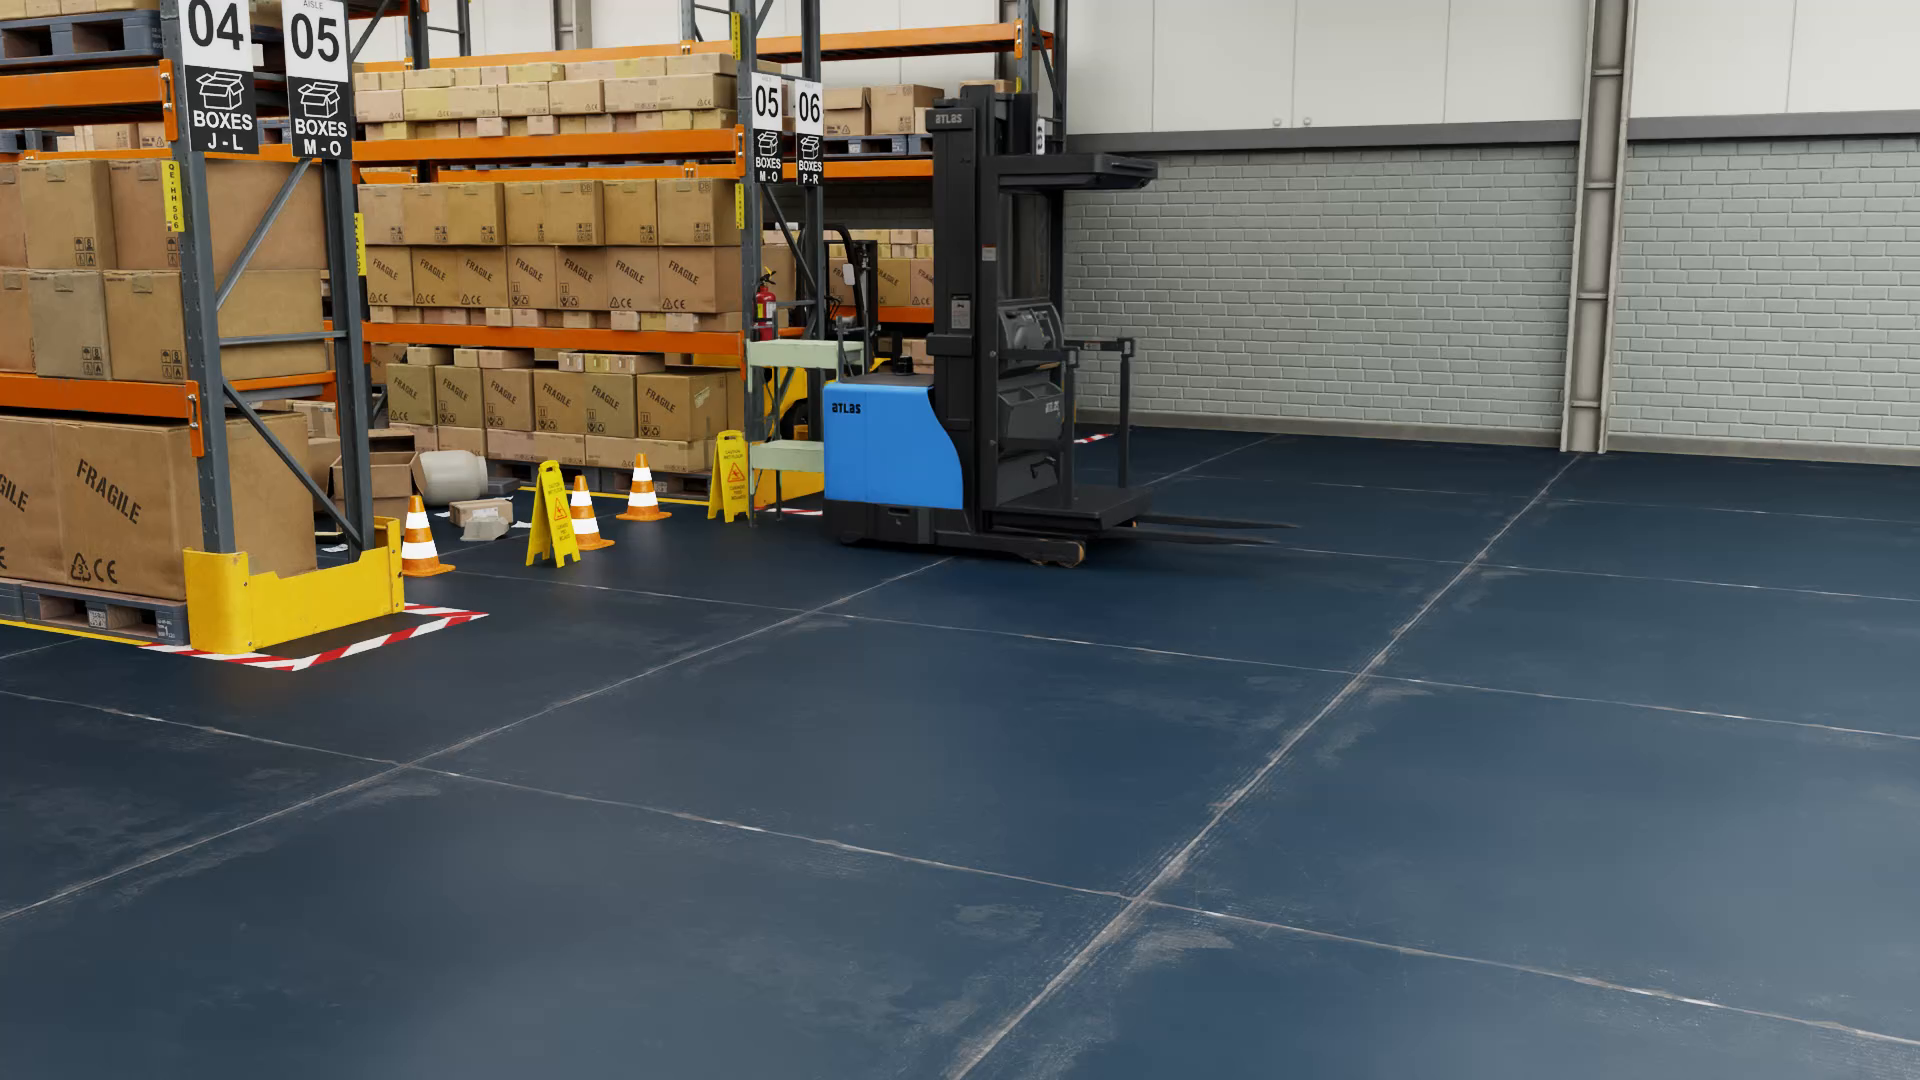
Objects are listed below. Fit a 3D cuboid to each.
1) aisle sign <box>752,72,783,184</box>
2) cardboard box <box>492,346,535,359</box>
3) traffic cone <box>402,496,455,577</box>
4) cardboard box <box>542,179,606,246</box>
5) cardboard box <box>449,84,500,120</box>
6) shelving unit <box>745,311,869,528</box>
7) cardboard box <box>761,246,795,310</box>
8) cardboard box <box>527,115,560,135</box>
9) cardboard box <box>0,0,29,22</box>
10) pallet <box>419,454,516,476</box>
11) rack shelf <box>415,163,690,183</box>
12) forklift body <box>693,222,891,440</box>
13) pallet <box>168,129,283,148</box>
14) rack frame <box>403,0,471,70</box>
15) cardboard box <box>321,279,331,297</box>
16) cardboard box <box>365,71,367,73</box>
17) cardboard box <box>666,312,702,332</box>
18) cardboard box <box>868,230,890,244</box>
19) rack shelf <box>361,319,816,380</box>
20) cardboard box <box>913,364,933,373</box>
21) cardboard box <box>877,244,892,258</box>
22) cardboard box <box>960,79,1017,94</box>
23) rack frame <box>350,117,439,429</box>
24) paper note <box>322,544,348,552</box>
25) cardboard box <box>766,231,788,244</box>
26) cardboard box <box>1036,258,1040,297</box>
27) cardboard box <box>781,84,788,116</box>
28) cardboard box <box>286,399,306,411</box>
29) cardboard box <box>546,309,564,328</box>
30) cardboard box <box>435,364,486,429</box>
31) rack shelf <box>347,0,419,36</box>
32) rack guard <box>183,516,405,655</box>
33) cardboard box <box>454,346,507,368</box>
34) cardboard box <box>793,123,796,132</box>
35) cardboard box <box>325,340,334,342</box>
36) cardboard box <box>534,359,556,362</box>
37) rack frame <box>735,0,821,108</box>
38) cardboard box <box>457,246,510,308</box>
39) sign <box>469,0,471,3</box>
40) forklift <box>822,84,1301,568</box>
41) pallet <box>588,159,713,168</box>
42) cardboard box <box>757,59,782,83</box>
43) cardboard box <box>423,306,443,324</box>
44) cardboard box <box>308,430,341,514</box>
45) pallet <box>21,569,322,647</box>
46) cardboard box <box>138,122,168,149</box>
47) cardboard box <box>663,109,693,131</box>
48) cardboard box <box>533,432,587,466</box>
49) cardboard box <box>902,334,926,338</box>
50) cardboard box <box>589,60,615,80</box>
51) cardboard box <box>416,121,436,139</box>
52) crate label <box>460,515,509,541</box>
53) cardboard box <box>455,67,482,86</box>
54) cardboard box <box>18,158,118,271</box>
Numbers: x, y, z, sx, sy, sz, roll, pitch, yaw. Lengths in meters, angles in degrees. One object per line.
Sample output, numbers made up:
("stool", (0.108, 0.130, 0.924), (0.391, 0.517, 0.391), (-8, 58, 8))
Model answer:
("aisle sign", (-1.428, -3.045, 12.335), (0.004, 0.787, 0.394), (5, 11, 26))
("cardboard box", (-5.194, -2.177, 20.327), (0.625, 0.625, 0.875), (5, 12, 28))
("traffic cone", (-3.303, -0.039, 10.147), (0.334, 0.463, 0.336), (5, 11, 26))
("cardboard box", (-2.864, -2.575, 13.113), (0.500, 0.500, 0.700), (5, 11, 25))
("cardboard box", (-3.759, -3.522, 13.431), (0.500, 0.250, 0.500), (5, 11, 26))
("shelving unit", (-1.057, -0.827, 11.589), (0.755, 1.500, 0.431), (5, 11, 25))
("cardboard box", (-1.658, -2.095, 13.265), (0.500, 0.500, 0.500), (5, 11, 25))
("cardboard box", (-3.197, -3.267, 13.142), (0.250, 0.149, 0.380), (5, 11, 25))
("cardboard box", (-4.586, -2.659, 8.324), (0.250, 0.149, 0.380), (5, 11, 26))
("pallet", (-4.325, -0.713, 14.578), (1.213, 0.211, 1.003), (5, 11, 26))
("rack shelf", (-4.543, -4.205, 19.640), (4.000, 0.370, 1.077), (5, 11, 26))
("forklift body", (-1.670, -2.051, 16.522), (1.214, 2.155, 2.313), (5, 11, 26))
("pallet", (-6.381, -3.663, 15.152), (1.003, 0.211, 1.213), (5, 11, 26))
("rack frame", (-6.337, -6.193, 20.180), (0.127, 3.000, 1.000), (5, 11, 26))
("cardboard box", (-5.526, -2.212, 14.556), (0.250, 0.149, 0.380), (5, 11, 27))
("cardboard box", (-5.741, -4.135, 15.071), (0.500, 0.250, 0.500), (5, 11, 25))
("cardboard box", (-2.062, -1.691, 12.858), (0.250, 0.149, 0.380), (5, 11, 25))
("cardboard box", (-0.766, -3.204, 17.575), (0.250, 0.149, 0.380), (5, 12, 27))
("rack shelf", (-3.149, -1.621, 13.784), (4.000, 0.370, 1.077), (5, 11, 26))
("cardboard box", (-0.183, -1.740, 17.558), (0.500, 0.250, 0.500), (5, 11, 25))
("cardboard box", (-0.759, -3.059, 17.605), (0.250, 0.149, 0.380), (5, 11, 26))
("cardboard box", (0.332, -4.387, 16.886), (0.500, 0.500, 0.500), (5, 12, 28))
("rack frame", (-4.943, -2.133, 14.591), (0.127, 3.000, 1.000), (5, 11, 26))
("paper note", (-4.073, 0.052, 10.864), (0.144, 0.017, 0.142), (-10, 14, -43))
("cardboard box", (-1.903, -3.306, 18.139), (0.250, 0.149, 0.380), (5, 12, 27))
("cardboard box", (0.516, -2.743, 17.683), (0.500, 0.500, 0.500), (5, 12, 28))
("cardboard box", (-1.689, -3.448, 13.023), (0.500, 0.250, 0.500), (5, 11, 25))
("cardboard box", (-6.060, -1.143, 15.324), (0.625, 0.372, 0.950), (6, 12, 29))
("cardboard box", (-3.148, -1.813, 13.528), (0.250, 0.149, 0.380), (5, 11, 26))
("cardboard box", (-4.048, -1.225, 14.014), (0.500, 0.500, 0.500), (6, 12, 28))
("rack shelf", (-6.736, -4.691, 15.027), (4.000, 0.370, 1.077), (5, 11, 26))
("rack guard", (-3.434, 0.213, 8.649), (0.348, 0.500, 1.175), (5, 11, 26))
("cardboard box", (-3.986, -1.525, 13.849), (0.250, 0.149, 0.380), (6, 12, 28))
("cardboard box", (-1.793, -4.389, 17.884), (0.250, 0.149, 0.380), (5, 12, 28))
("cardboard box", (-8.069, -2.644, 21.435), (0.250, 0.149, 0.380), (4, 11, 23))
("cardboard box", (-3.837, -1.312, 14.491), (0.500, 0.500, 0.500), (5, 12, 27))
("rack frame", (-1.356, -4.769, 12.315), (0.127, 3.000, 1.000), (5, 11, 26))
("cardboard box", (-3.767, -2.171, 13.690), (0.500, 0.500, 0.500), (5, 11, 25))
("sign", (-6.095, -6.819, 20.574), (0.005, 0.325, 0.100), (5, 11, 26))
("forklift", (0.641, -1.378, 10.614), (3.031, 2.935, 1.130), (5, 11, 25))
("pallet", (-3.547, -4.375, 19.095), (1.217, 0.209, 0.805), (5, 11, 24))
("cardboard box", (-1.584, -3.623, 12.868), (0.250, 0.149, 0.380), (5, 11, 25))
("cardboard box", (-4.301, -1.905, 14.040), (0.250, 0.149, 0.380), (5, 11, 26))
("cardboard box", (-4.893, -0.462, 11.990), (0.503, 0.637, 0.797), (5, 11, 26))
("pallet", (-4.207, 0.303, 8.965), (1.213, 0.211, 1.003), (5, 11, 26))
("cardboard box", (-7.149, -3.859, 15.417), (0.637, 0.503, 0.797), (5, 11, 26))
("cardboard box", (-2.037, -3.168, 12.592), (0.250, 0.149, 0.380), (5, 11, 26))
("cardboard box", (-3.132, -0.774, 13.627), (0.500, 0.250, 0.500), (5, 11, 24))
("cardboard box", (-0.403, -2.104, 18.167), (0.500, 0.250, 0.500), (5, 11, 25))
("cardboard box", (-2.662, -3.634, 12.930), (0.250, 0.149, 0.380), (5, 11, 26))
("cardboard box", (-4.291, -3.390, 13.820), (0.250, 0.149, 0.380), (5, 11, 26))
("crate label", (-3.231, -0.085, 11.313), (0.298, 0.136, 0.250), (-1, 10, -4))
("cardboard box", (-3.857, -3.726, 13.438), (0.250, 0.149, 0.380), (5, 11, 24))
("cardboard box", (-4.305, -1.688, 8.681), (0.550, 0.550, 0.875), (5, 11, 26))
